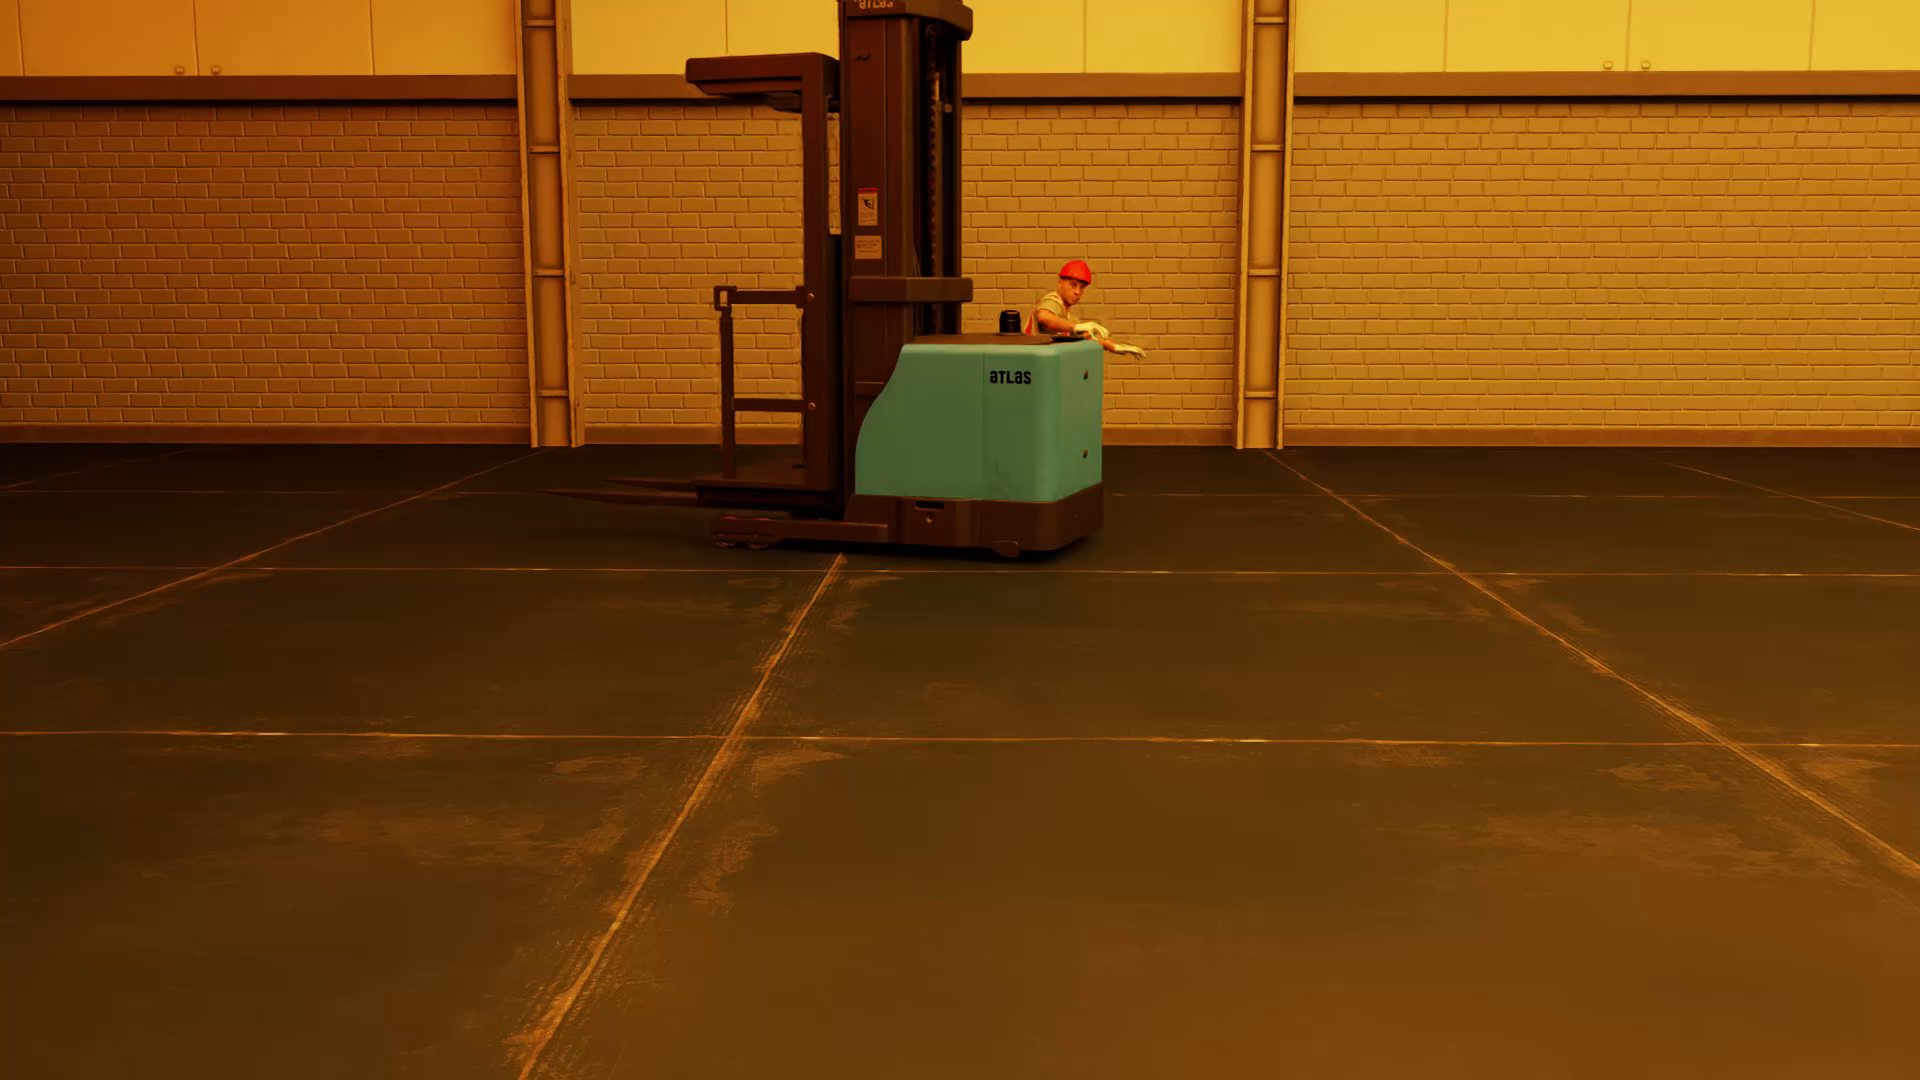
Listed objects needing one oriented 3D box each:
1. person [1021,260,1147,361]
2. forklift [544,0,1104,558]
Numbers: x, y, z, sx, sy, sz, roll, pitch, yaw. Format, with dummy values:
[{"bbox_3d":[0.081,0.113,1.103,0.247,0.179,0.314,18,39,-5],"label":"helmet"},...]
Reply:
[{"bbox_3d":[0.772,-0.990,10.540,1.147,1.553,0.911,-4,10,-25],"label":"person"},{"bbox_3d":[-0.792,-1.471,8.923,3.031,2.935,1.130,3,9,19],"label":"forklift"}]
